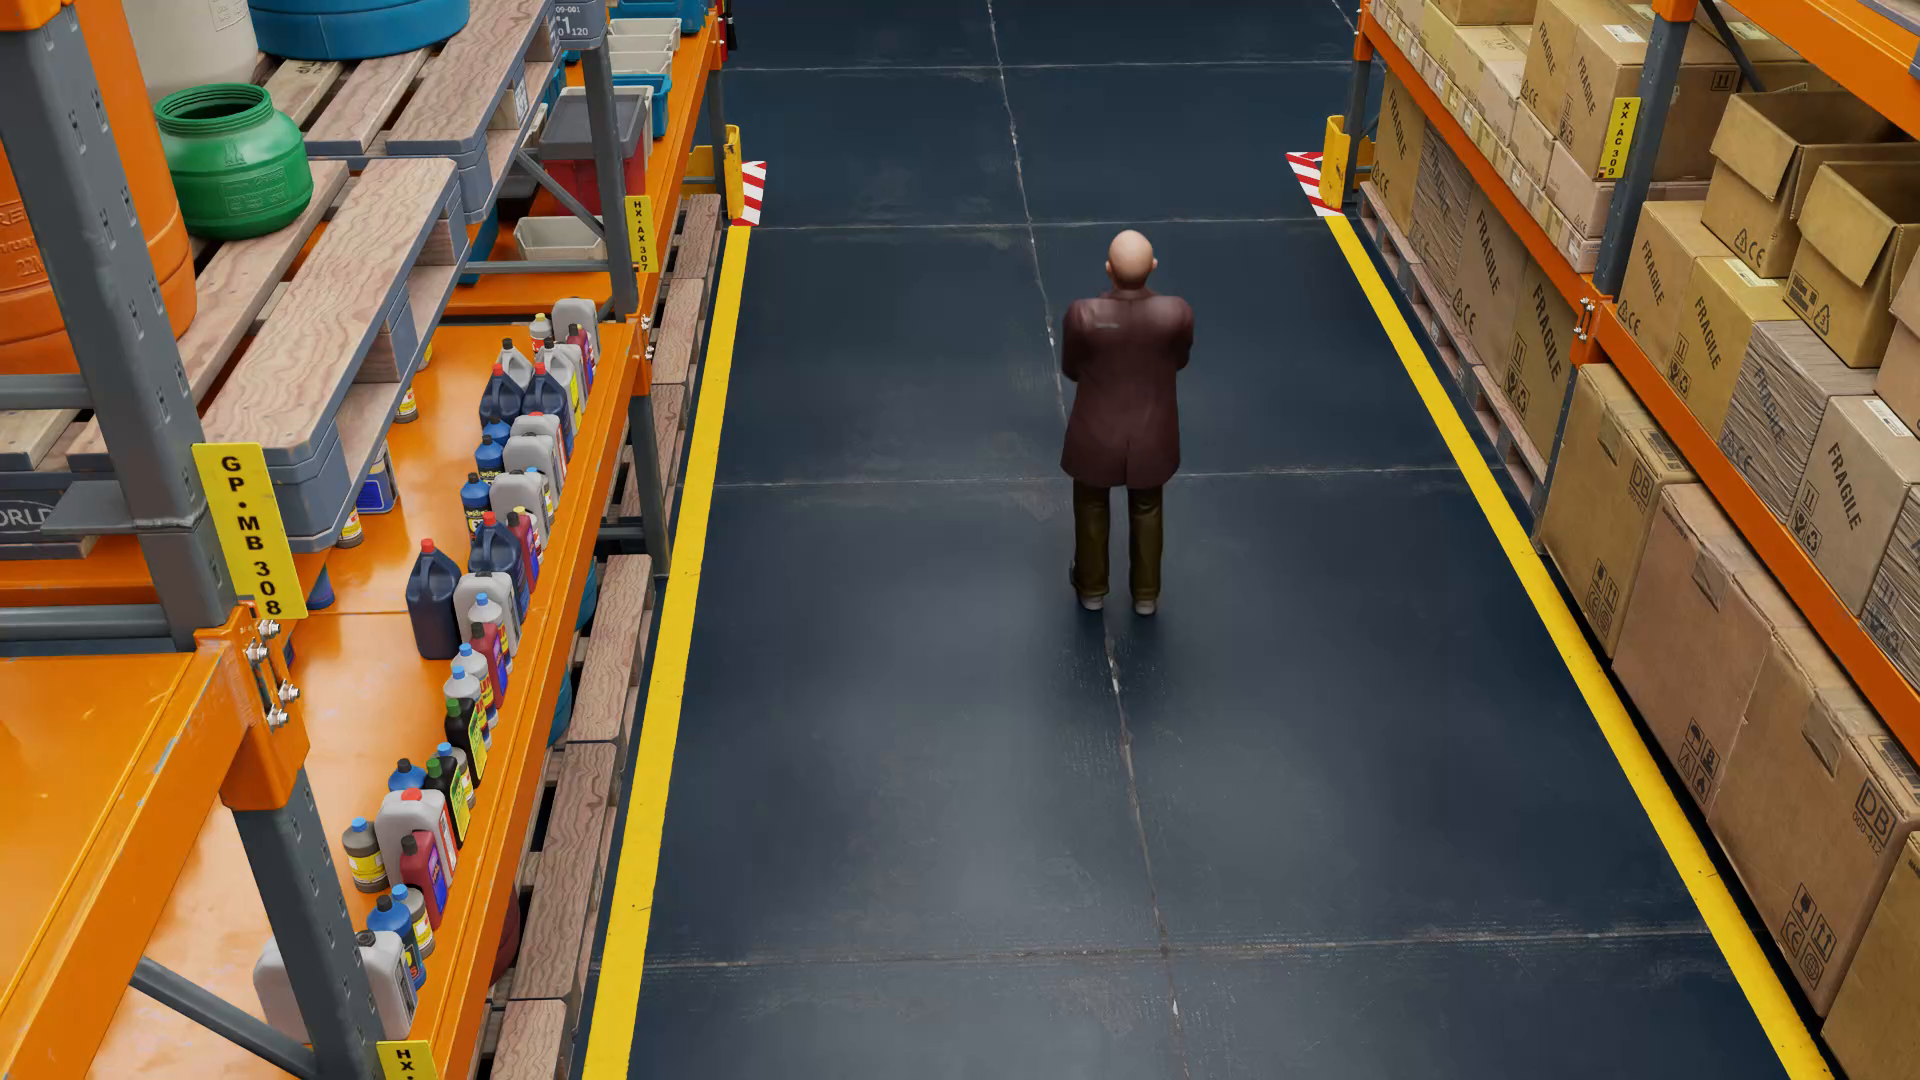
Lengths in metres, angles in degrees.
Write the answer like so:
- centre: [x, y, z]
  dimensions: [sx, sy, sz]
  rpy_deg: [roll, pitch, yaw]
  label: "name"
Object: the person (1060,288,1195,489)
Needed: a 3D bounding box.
- centre: [0.661, -0.684, 6.746]
  dimensions: [0.533, 0.905, 0.466]
  rpy_deg: [-2, 35, -2]
  label: "person"
